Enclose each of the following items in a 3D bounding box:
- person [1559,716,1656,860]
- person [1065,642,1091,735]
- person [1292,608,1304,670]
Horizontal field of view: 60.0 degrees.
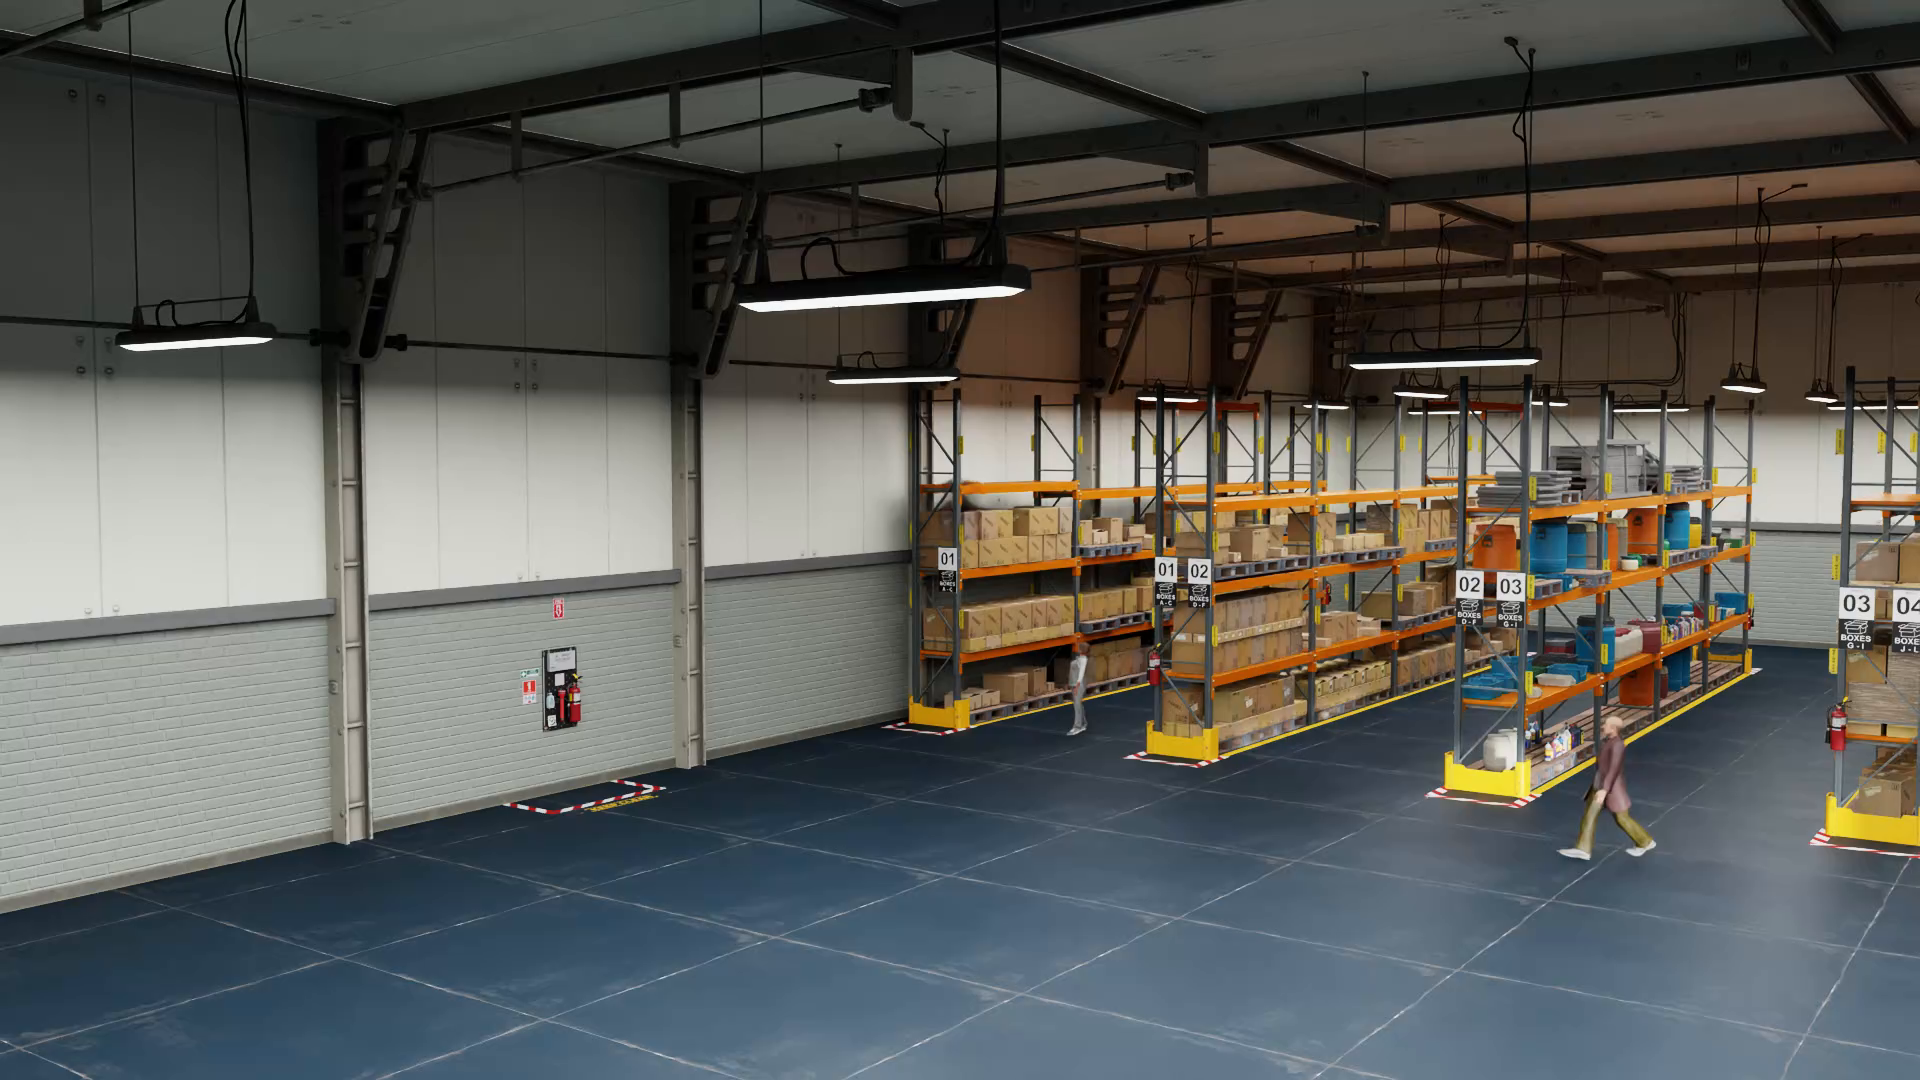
[{"bbox_3d":[7.835,3.030,20.020,1.102,1.663,0.543,-1,3,-15],"label":"person"},{"bbox_3d":[2.029,2.576,28.932,0.487,1.597,0.437,-1,4,-22],"label":"person"},{"bbox_3d":[6.920,2.158,34.214,0.391,1.765,0.656,1,4,24],"label":"person"}]
